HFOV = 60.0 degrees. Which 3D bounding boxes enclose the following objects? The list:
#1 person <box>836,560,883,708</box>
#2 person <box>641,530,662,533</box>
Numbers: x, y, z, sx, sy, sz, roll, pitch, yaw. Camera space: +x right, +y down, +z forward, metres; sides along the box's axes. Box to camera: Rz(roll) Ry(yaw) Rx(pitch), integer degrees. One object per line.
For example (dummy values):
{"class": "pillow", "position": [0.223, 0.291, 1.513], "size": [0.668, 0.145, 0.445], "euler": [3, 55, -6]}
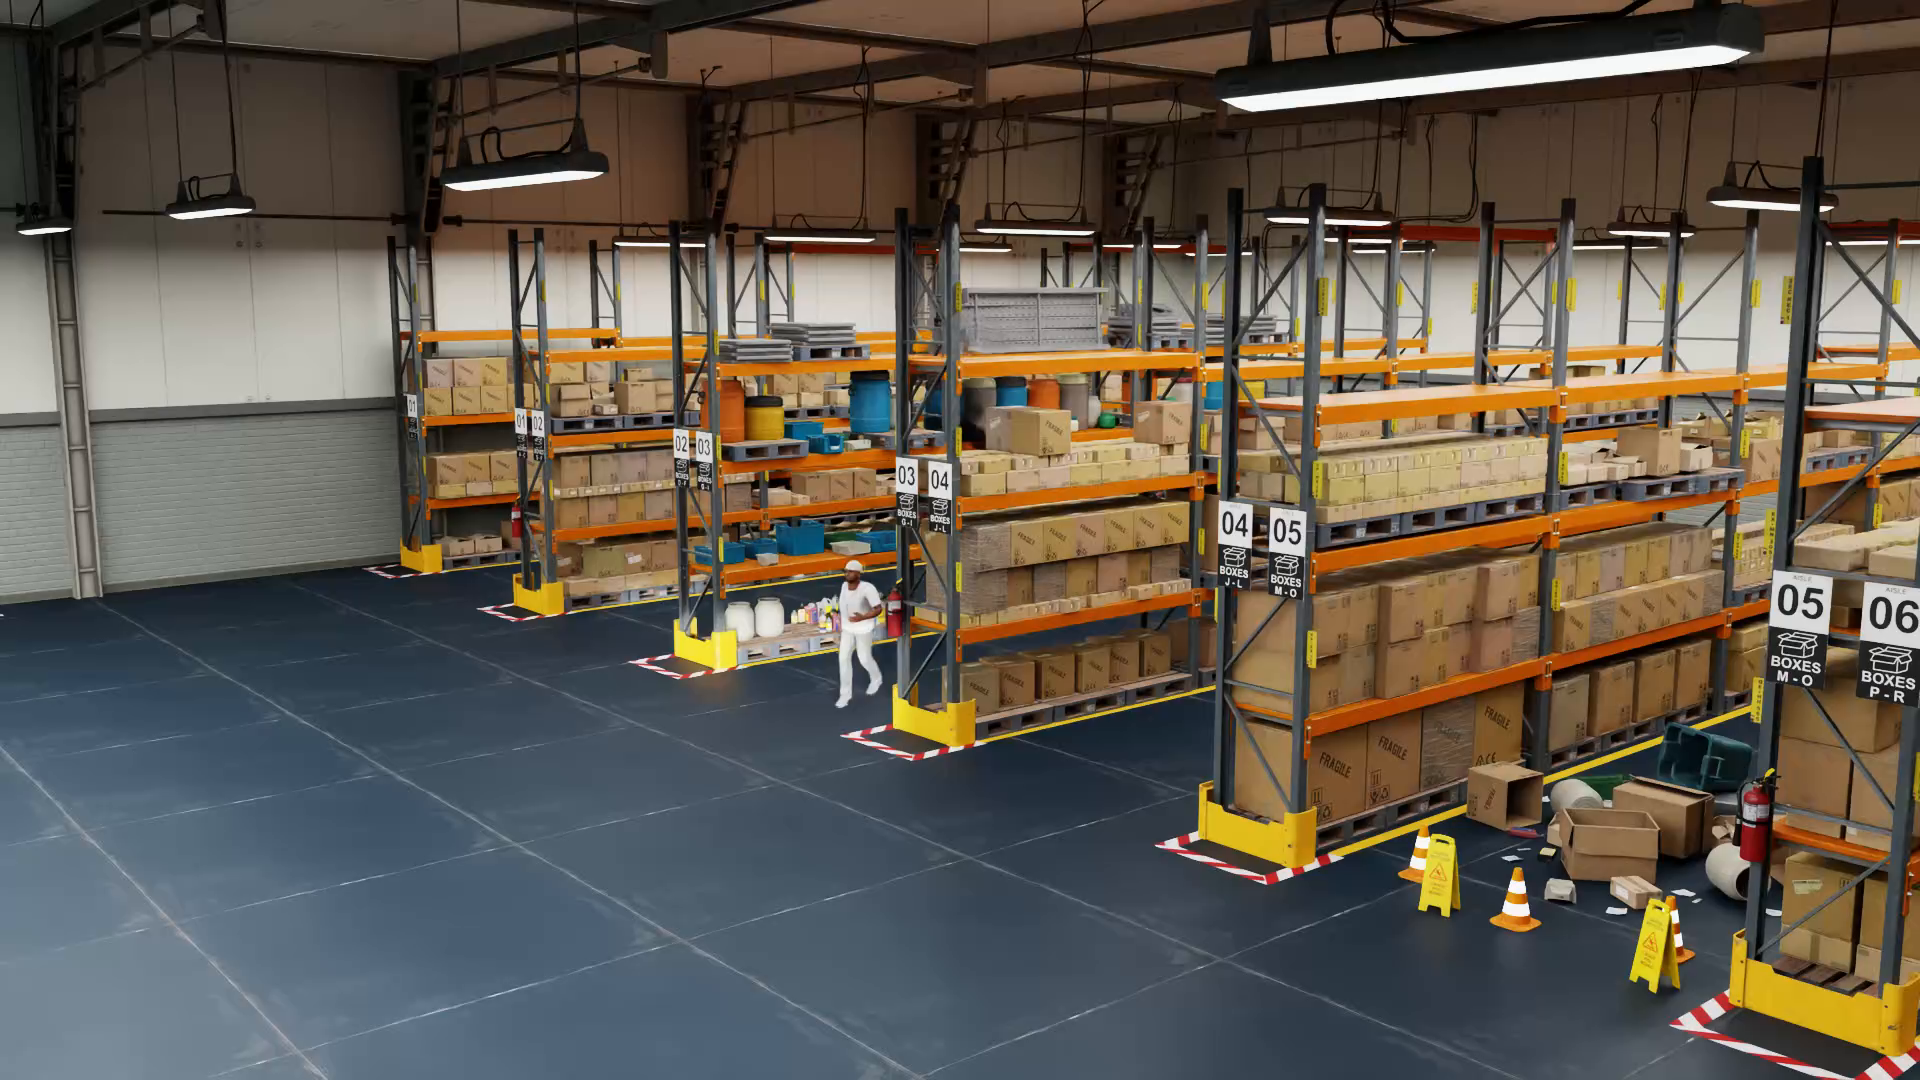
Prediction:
{"class": "person", "position": [-1.224, 1.137, 20.605], "size": [0.690, 1.814, 0.832], "euler": [5, 10, 31]}
{"class": "person", "position": [-5.506, -0.320, 29.864], "size": [0.904, 1.785, 0.645], "euler": [-8, 12, -41]}
